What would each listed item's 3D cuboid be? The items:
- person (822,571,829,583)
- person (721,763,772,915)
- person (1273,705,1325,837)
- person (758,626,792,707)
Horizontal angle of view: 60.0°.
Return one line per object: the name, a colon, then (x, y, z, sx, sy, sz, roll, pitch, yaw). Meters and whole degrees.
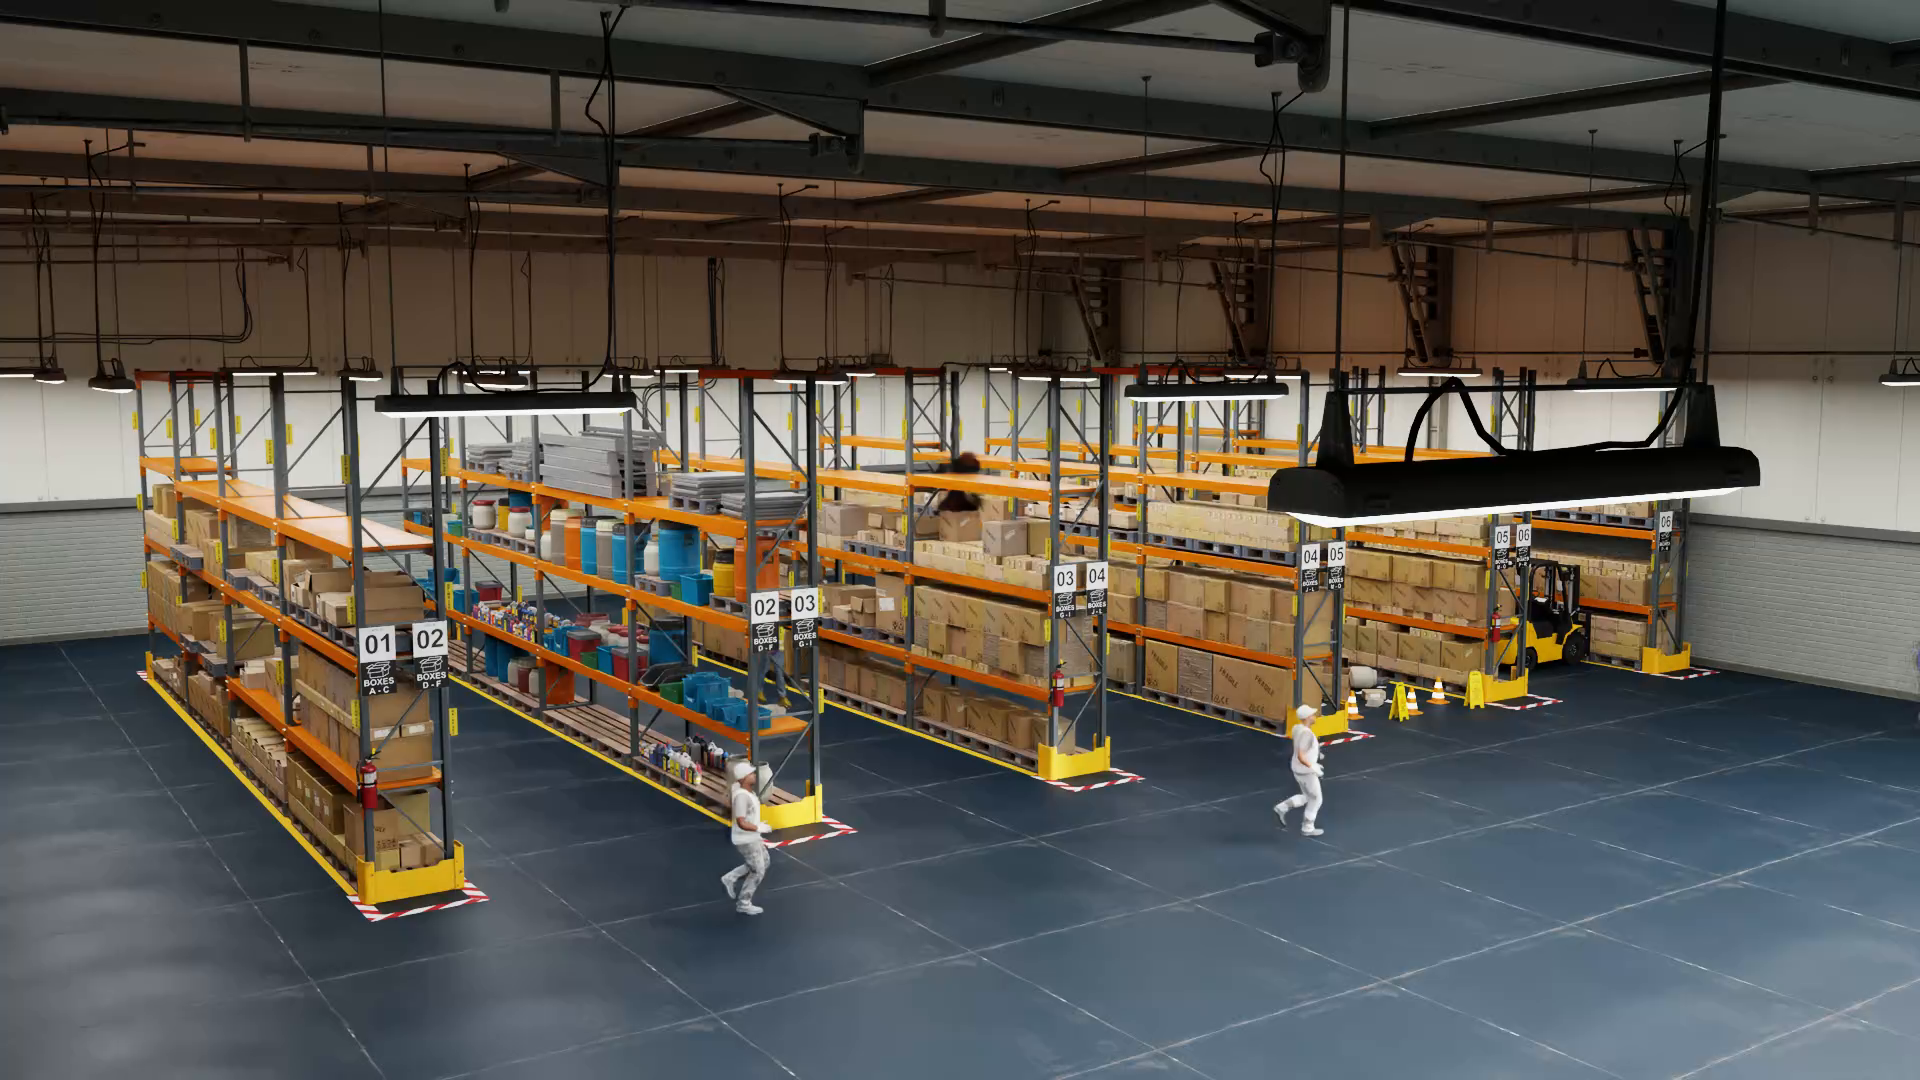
person: (-3.077, 1.426, 36.525, 0.523, 1.577, 0.688, -4, 8, -34)
person: (-2.412, 3.357, 18.749, 0.572, 1.733, 0.742, -1, 7, -10)
person: (4.460, 3.016, 21.720, 0.692, 1.747, 0.651, 0, 6, -3)
person: (-3.255, 1.937, 28.643, 0.640, 1.811, 0.842, -5, 8, -36)
